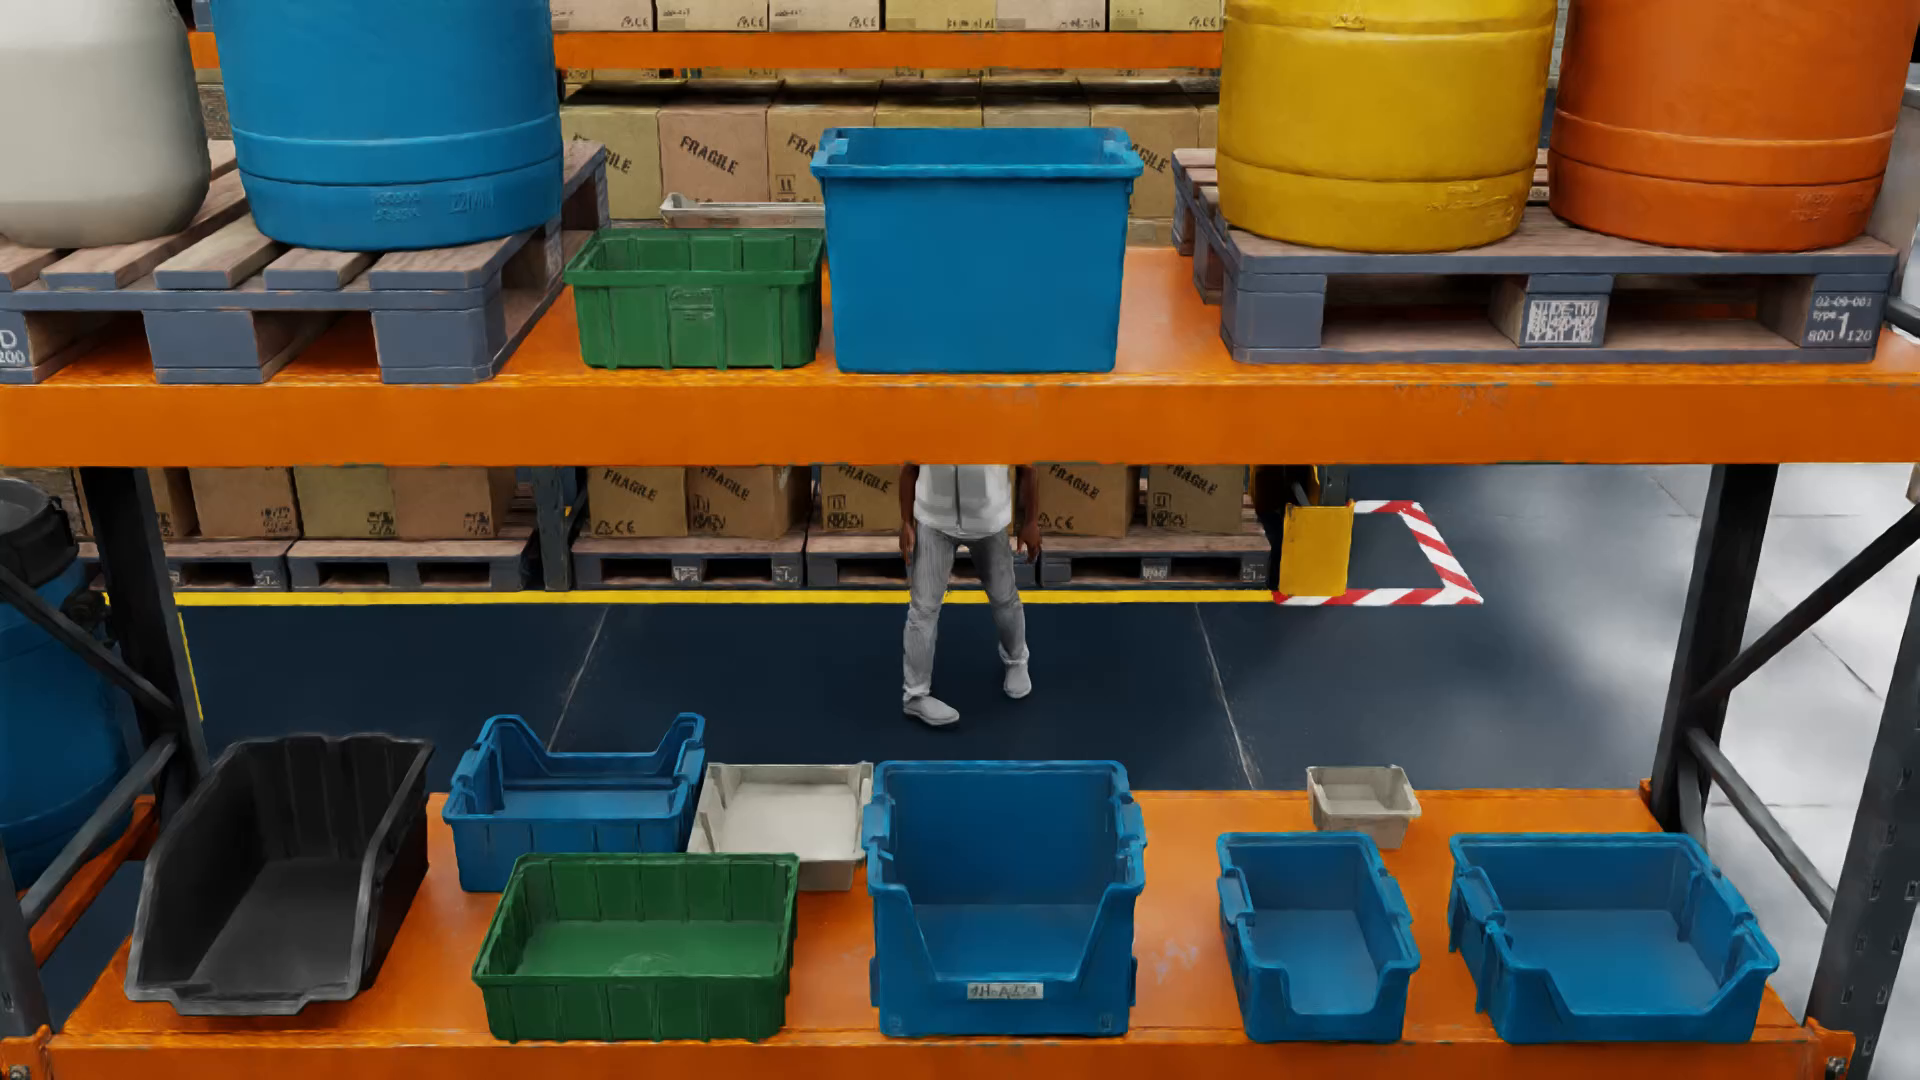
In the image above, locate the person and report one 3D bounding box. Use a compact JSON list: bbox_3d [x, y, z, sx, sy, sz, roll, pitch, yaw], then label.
[{"bbox_3d":[0.042,-0.074,7.244,0.623,1.754,0.640,2,24,5],"label":"person"}]
